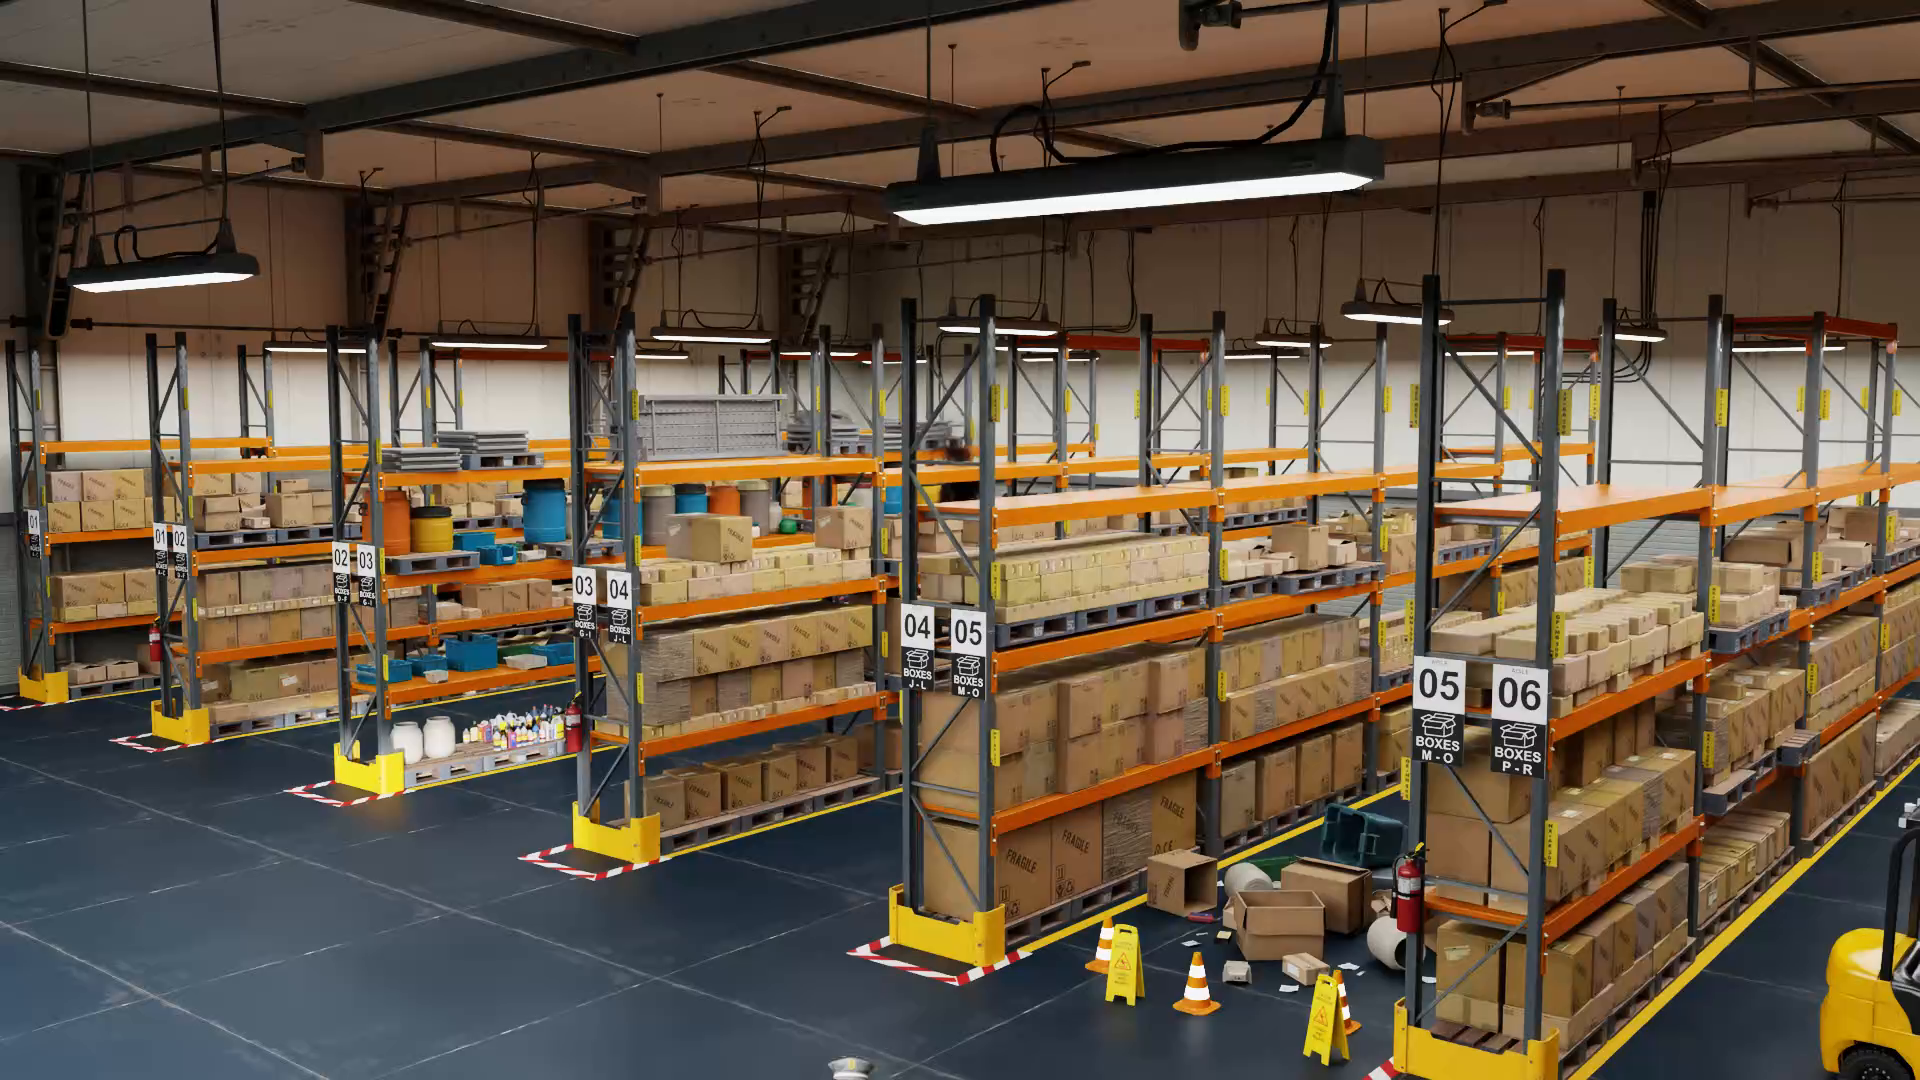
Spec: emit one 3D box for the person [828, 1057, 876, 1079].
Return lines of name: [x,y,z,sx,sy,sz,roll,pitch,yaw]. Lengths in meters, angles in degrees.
person: [-0.551,3.525,8.621,0.705,1.753,0.612,0,5,-2]

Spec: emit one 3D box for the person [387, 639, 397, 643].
person: [-10.077,1.679,29.292,0.658,1.708,0.677,4,6,37]

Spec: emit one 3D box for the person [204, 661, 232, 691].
person: [-12.017,1.915,26.954,0.579,1.654,0.647,2,6,21]
